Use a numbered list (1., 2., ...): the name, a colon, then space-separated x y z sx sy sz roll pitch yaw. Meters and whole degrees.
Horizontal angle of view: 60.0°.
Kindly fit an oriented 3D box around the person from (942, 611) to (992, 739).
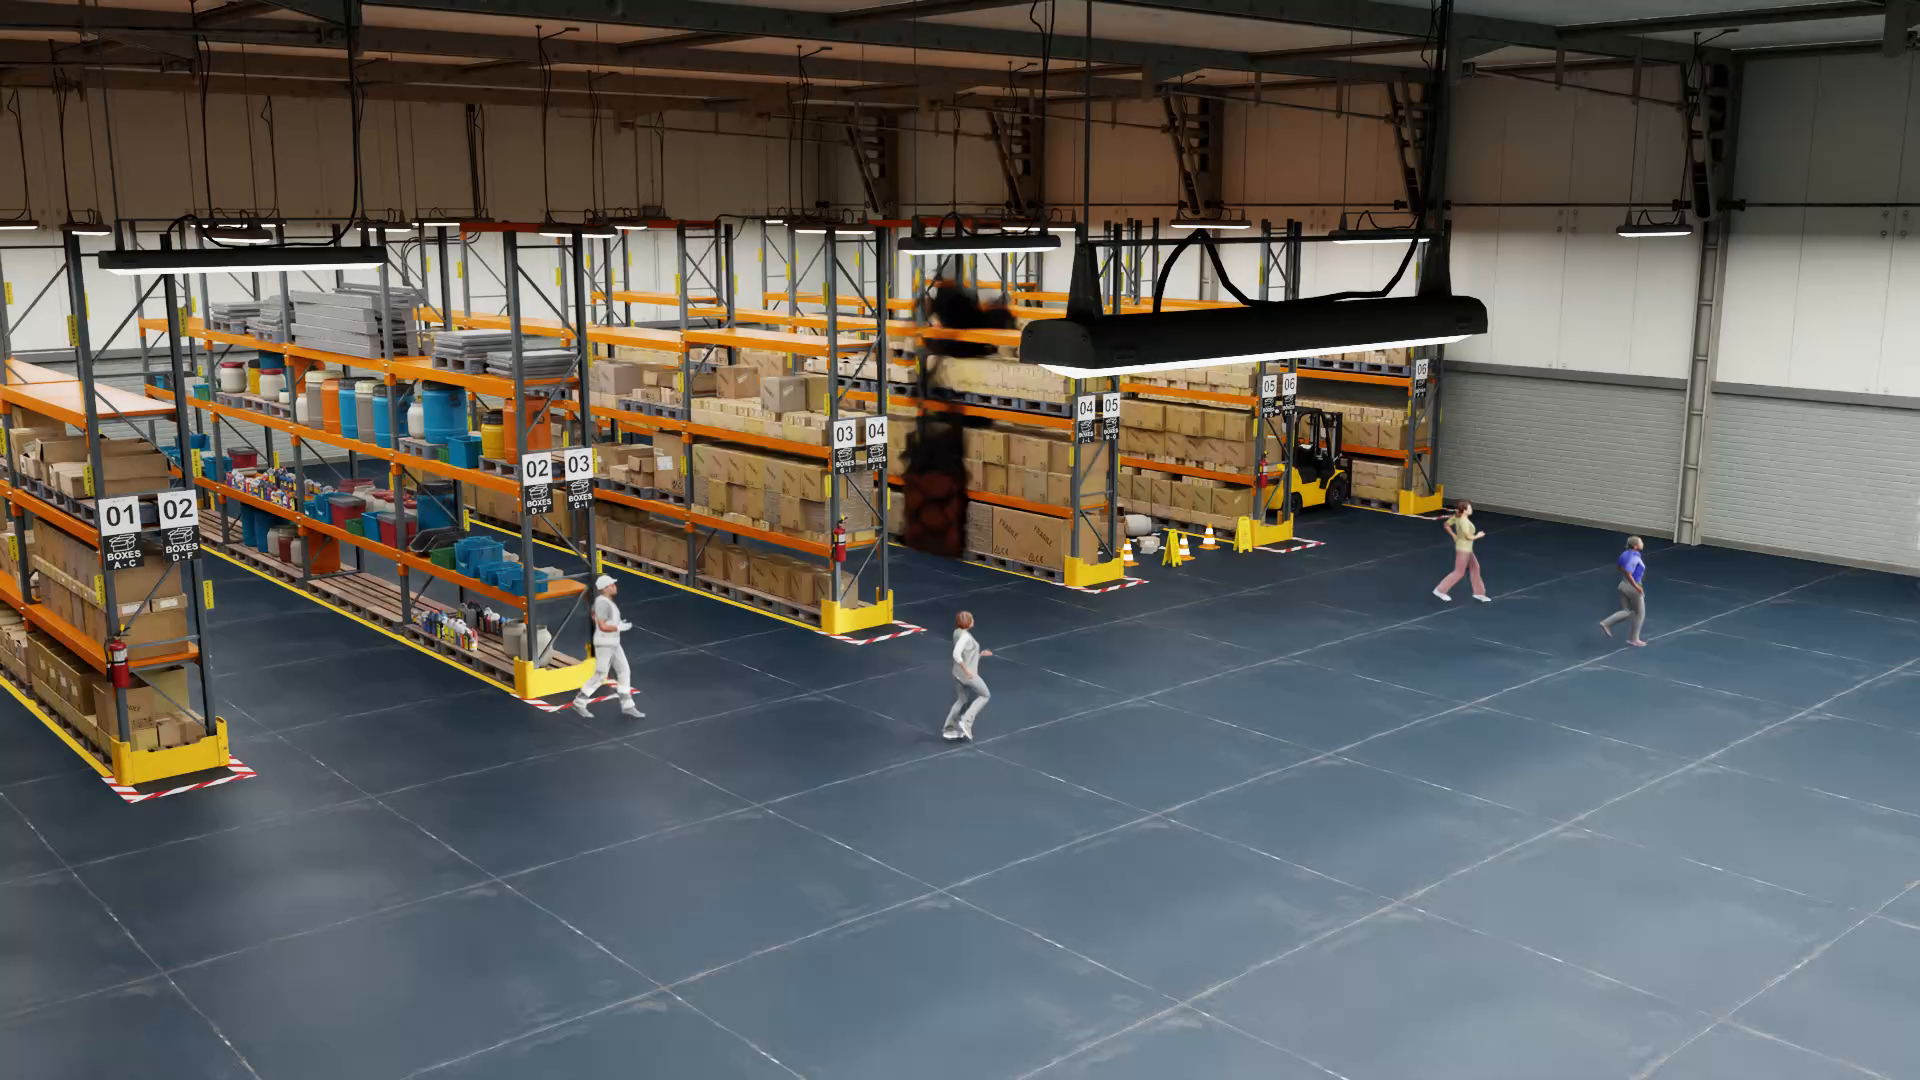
1. person: 0.096 1.619 19.830 0.635 1.541 0.509 -4 12 -20

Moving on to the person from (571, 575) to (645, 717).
1. person: -4.395 1.326 20.701 0.905 1.790 0.683 -1 11 -3

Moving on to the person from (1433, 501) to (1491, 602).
1. person: 8.097 0.191 26.673 0.965 1.668 0.578 1 11 5

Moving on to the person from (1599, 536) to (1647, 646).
1. person: 9.672 0.740 24.143 0.726 1.649 0.576 0 11 -2
